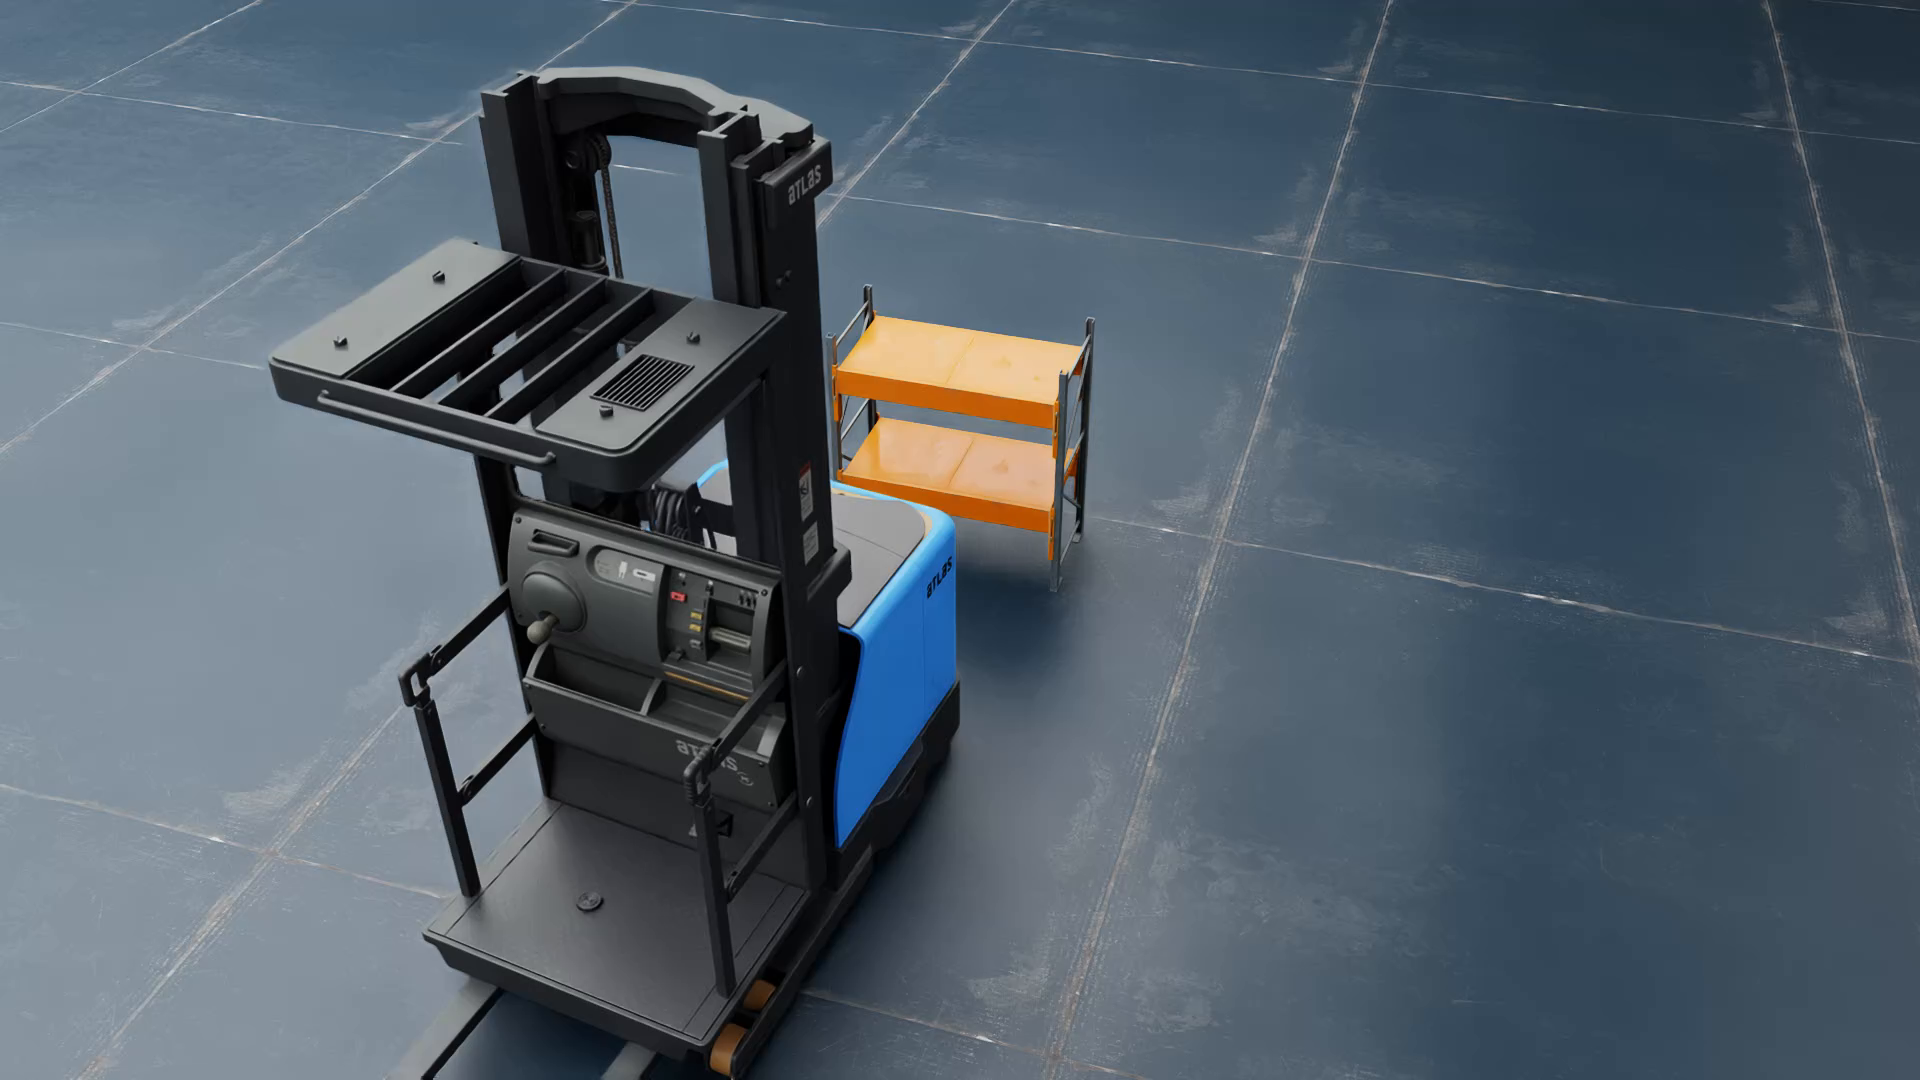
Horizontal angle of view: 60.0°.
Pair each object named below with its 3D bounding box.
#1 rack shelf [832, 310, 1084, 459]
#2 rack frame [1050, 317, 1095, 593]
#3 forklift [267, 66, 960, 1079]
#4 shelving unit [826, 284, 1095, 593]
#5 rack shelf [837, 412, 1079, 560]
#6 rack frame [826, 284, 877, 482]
[{"bbox_3d":[0.006,-0.688,7.241,1.000,0.278,0.538,10,38,14],"label":"rack shelf"},{"bbox_3d":[0.492,-0.362,7.293,0.032,1.125,0.500,10,38,14],"label":"rack frame"},{"bbox_3d":[-1.071,0.260,4.924,1.130,2.935,3.031,15,39,19],"label":"forklift"},{"bbox_3d":[0.006,-0.452,7.415,1.048,1.125,0.538,10,38,14],"label":"shelving unit"},{"bbox_3d":[0.006,-0.255,7.560,1.000,0.278,0.538,10,38,14],"label":"rack shelf"},{"bbox_3d":[-0.479,-0.542,7.537,0.032,1.125,0.500,10,38,14],"label":"rack frame"}]
